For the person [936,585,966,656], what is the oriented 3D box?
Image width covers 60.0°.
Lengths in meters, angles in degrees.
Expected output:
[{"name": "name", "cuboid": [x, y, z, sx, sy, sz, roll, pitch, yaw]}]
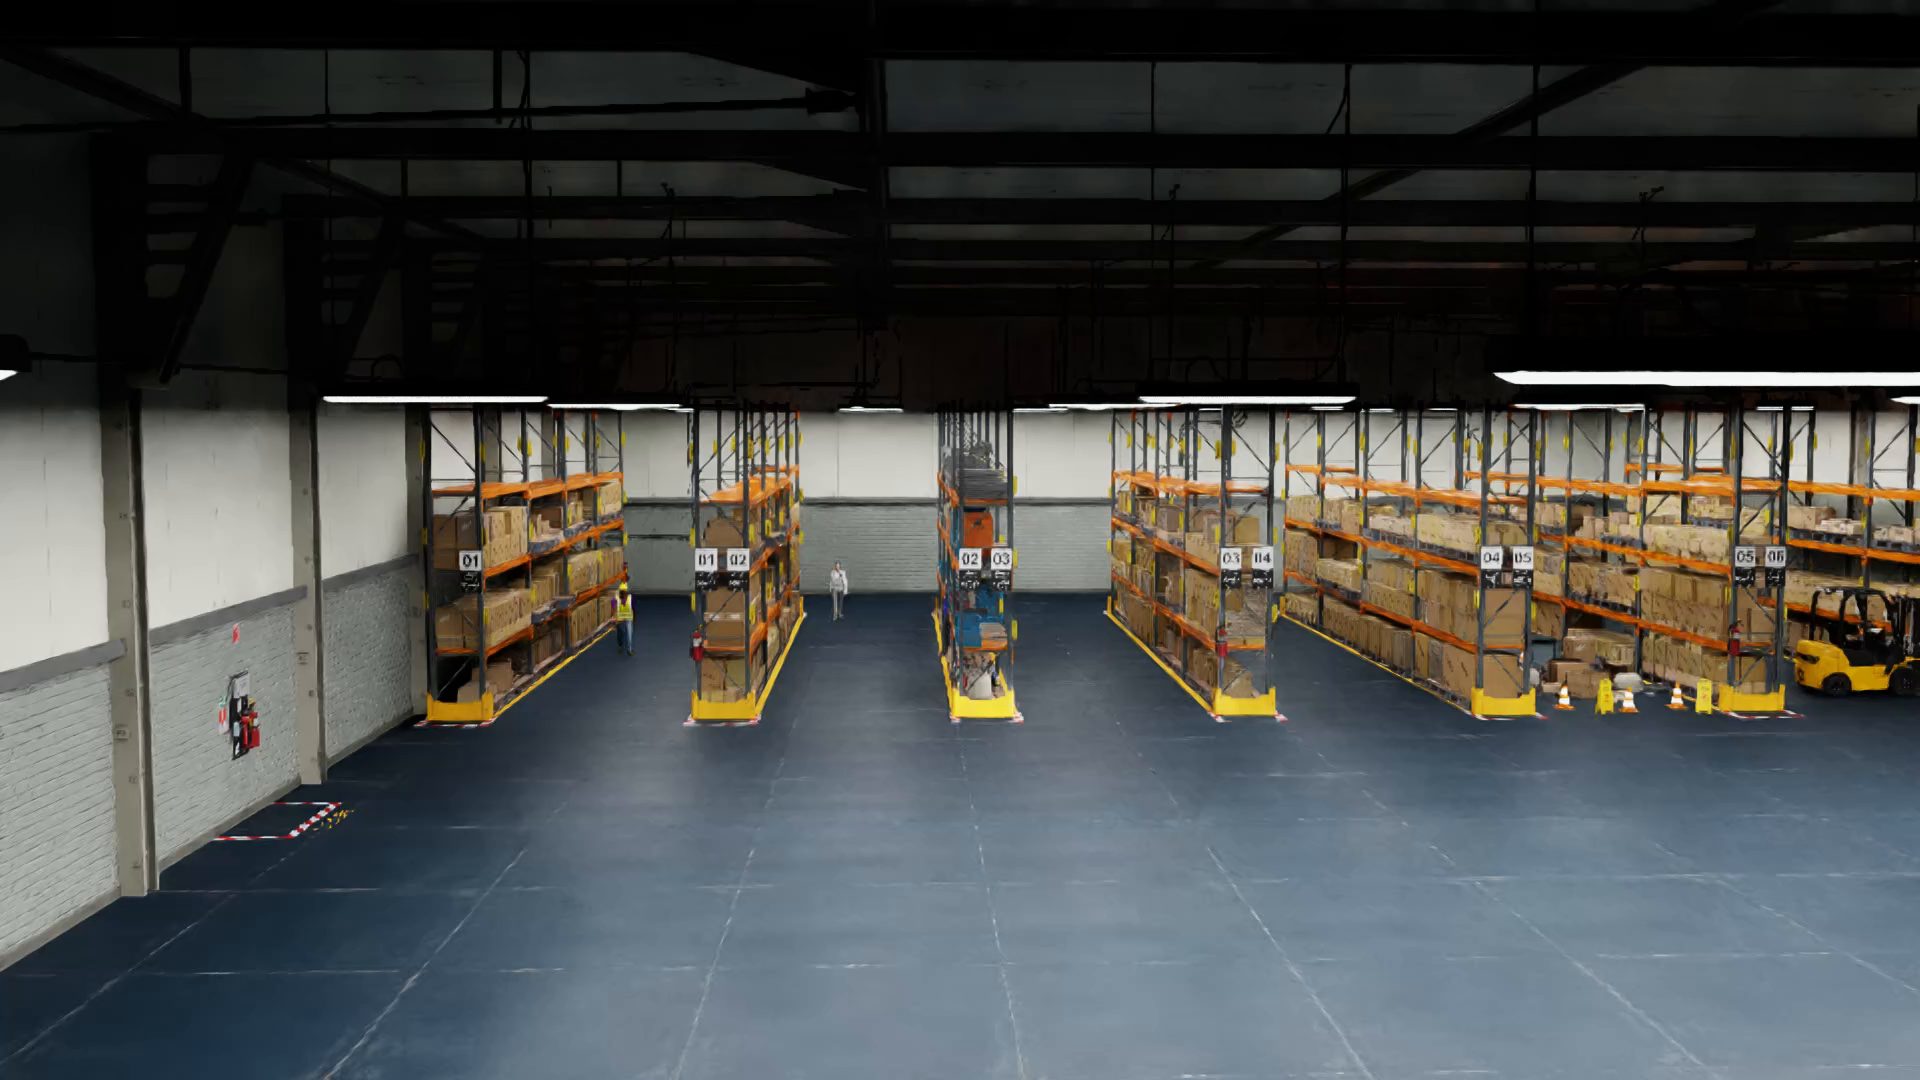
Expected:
[{"name": "person", "cuboid": [-0.160, 1.873, 38.557, 0.655, 1.656, 0.553, 4, 6, 42]}]

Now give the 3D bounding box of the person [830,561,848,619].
[{"name": "person", "cuboid": [-3.385, 1.379, 46.426, 0.502, 1.624, 0.997, 0, 4, -3]}]

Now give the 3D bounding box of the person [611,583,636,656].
[{"name": "person", "cuboid": [-7.978, 1.870, 39.408, 0.569, 1.709, 1.035, -1, 4, -11]}]

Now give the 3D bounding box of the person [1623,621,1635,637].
[{"name": "person", "cuboid": [16.530, 1.708, 41.214, 0.500, 1.758, 0.588, 2, 5, 29]}]
